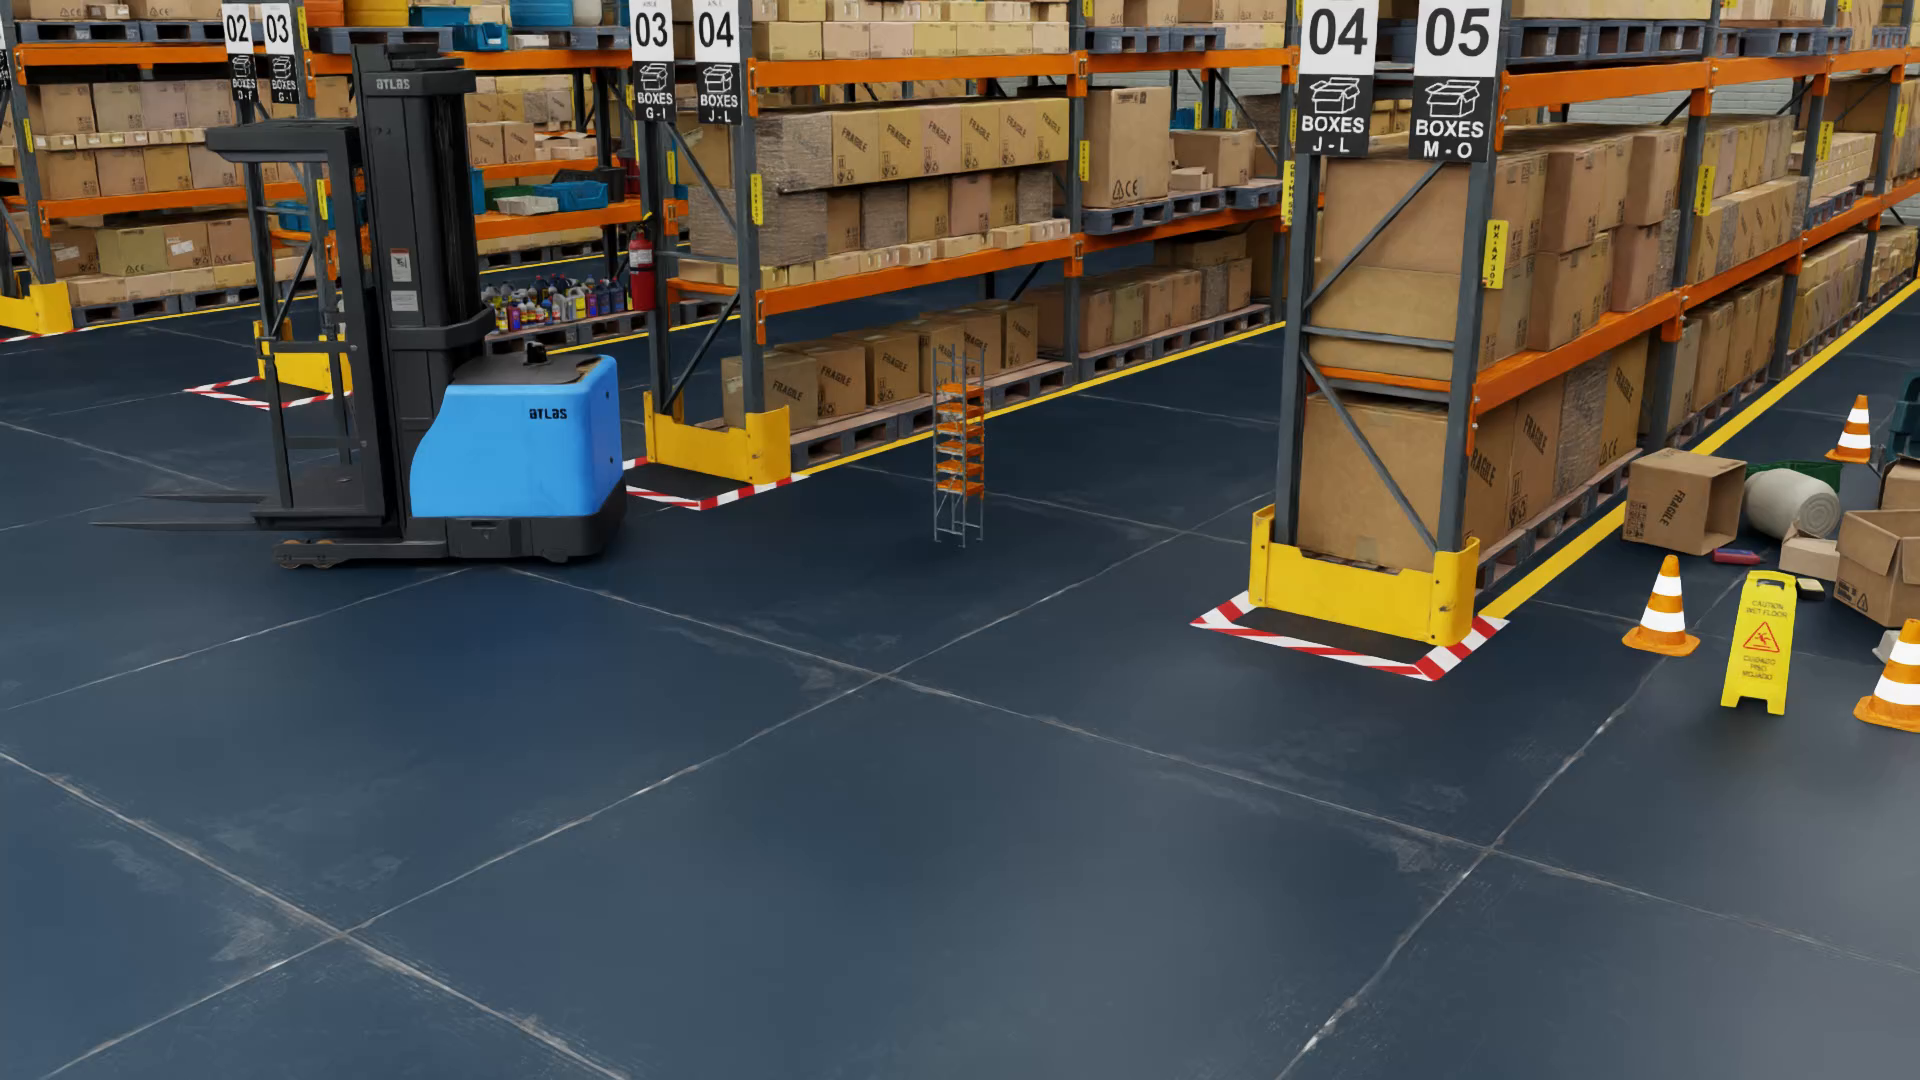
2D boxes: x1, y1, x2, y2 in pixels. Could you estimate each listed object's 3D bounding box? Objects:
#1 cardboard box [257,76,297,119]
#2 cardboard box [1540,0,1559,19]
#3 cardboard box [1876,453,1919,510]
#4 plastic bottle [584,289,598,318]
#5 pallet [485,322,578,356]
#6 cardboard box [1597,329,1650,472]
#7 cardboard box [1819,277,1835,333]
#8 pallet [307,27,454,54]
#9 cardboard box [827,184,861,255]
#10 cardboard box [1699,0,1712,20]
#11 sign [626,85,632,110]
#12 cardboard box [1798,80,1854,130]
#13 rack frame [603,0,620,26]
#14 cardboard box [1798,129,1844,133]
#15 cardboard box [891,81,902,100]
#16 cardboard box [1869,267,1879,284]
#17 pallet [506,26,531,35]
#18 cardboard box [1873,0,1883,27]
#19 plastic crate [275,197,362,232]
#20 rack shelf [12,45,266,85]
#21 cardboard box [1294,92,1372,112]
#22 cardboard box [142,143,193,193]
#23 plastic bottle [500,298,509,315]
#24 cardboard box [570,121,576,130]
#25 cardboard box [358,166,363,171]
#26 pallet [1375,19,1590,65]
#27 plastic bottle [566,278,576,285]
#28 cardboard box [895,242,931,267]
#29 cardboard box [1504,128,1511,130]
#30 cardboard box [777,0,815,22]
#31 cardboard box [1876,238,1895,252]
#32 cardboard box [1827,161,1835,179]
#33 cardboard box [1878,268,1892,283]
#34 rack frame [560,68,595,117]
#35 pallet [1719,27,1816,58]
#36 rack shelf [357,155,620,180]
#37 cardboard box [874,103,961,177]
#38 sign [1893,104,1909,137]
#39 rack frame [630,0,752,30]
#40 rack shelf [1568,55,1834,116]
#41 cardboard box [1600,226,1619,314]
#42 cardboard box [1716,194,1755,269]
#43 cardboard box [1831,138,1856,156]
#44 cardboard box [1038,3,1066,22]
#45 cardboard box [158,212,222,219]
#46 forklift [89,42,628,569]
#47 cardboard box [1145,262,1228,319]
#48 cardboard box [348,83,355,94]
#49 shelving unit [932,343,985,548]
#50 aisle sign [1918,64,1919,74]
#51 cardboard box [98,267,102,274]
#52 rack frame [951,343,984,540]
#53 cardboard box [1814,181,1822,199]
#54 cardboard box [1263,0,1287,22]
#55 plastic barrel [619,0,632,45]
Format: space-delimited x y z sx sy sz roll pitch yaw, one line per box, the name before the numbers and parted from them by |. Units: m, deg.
cardboard box | -7.908 -5.075 19.171 0.700 0.500 0.500 12 21 35
cardboard box | 2.758 -2.677 8.294 0.380 0.149 0.250 13 21 35
cardboard box | 5.745 -0.142 9.623 0.797 0.637 0.503 12 21 35
plastic bottle | -3.703 -2.375 16.673 0.061 0.283 0.133 14 22 38
pallet | -4.533 -1.982 16.271 1.003 0.211 1.213 12 21 35
cardboard box | 4.098 -1.031 11.381 0.875 0.875 0.875 13 21 36
cardboard box | 8.137 -2.309 16.128 0.500 0.500 0.500 12 21 33
pallet | -5.184 -4.328 14.383 1.003 0.211 1.213 12 21 35
cardboard box | -1.227 -2.387 12.202 0.875 0.500 0.500 12 21 35
cardboard box | 4.568 -3.400 10.624 0.380 0.149 0.250 12 21 34
sign | -4.517 -6.043 22.693 0.100 0.325 0.005 12 21 35
cardboard box | 9.358 -4.715 18.013 0.500 0.500 0.500 12 21 33
rack frame | -4.965 -8.452 22.288 1.000 3.000 0.127 12 21 35
cardboard box | 9.356 -4.243 18.179 0.500 0.500 0.500 12 21 35
cardboard box | -1.154 -7.496 27.471 0.500 0.500 0.500 13 22 36
cardboard box | 9.768 -2.899 18.119 0.380 0.149 0.250 14 22 37
pallet | -5.961 -6.485 21.331 1.003 0.211 1.213 14 22 37
cardboard box | 8.981 -5.498 16.956 0.700 0.500 0.500 12 21 35
plastic crate | -5.698 -2.907 14.797 0.499 0.251 0.616 12 21 35
rack shelf | -8.540 -5.247 18.238 1.077 0.370 4.000 12 21 35
cardboard box | 4.222 -4.850 18.943 0.797 0.503 0.637 13 22 36
cardboard box | -8.834 -4.082 18.161 0.700 0.500 0.500 13 21 35
plastic bottle | -4.540 -2.312 16.607 0.097 0.201 0.097 0 17 0
cardboard box | -6.668 -7.109 28.469 0.380 0.149 0.250 13 21 36
cardboard box | -7.090 -4.688 20.535 0.500 0.250 0.500 14 22 38
pallet | 2.579 -2.599 8.646 1.003 0.211 1.213 12 21 35
plastic bottle | -4.085 -2.587 17.369 0.152 0.276 0.135 13 22 37
cardboard box | -0.445 -2.176 12.618 0.380 0.149 0.250 12 21 35
cardboard box | 7.074 -5.407 22.350 0.500 0.250 0.500 12 21 33
cardboard box | -1.196 -3.551 11.144 0.380 0.149 0.250 13 21 36
cardboard box | 10.618 -3.424 19.309 0.380 0.149 0.250 13 21 35
cardboard box | 7.977 -3.486 15.626 0.380 0.149 0.250 12 21 35
cardboard box | 10.511 -3.073 19.182 0.380 0.149 0.250 12 21 33
rack frame | -6.562 -7.414 29.062 1.000 3.000 0.127 12 21 35
pallet | 5.907 -3.848 12.838 1.003 0.211 1.213 14 22 37
rack shelf | -6.157 -4.767 21.751 1.077 0.370 4.000 12 21 35
cardboard box | -0.338 -3.038 12.613 0.500 0.500 0.500 12 21 35
sign | 9.743 -4.344 17.222 0.100 0.325 0.005 12 21 35
rack frame | -1.778 -4.796 10.513 1.000 3.000 0.127 12 21 35
rack shelf | 5.720 -3.548 12.766 1.077 0.370 4.000 12 21 35
cardboard box | 3.592 -1.721 10.477 0.875 0.550 0.550 12 21 35
cardboard box | 5.658 -2.347 12.576 0.500 0.500 0.500 12 21 34
cardboard box | 8.592 -3.877 16.382 0.380 0.149 0.250 12 21 33
cardboard box | 0.644 -4.306 13.575 0.380 0.149 0.250 13 22 36
cardboard box | -8.768 -3.467 19.015 0.500 0.500 0.500 12 21 35
forklift | -3.630 -1.389 9.774 3.031 2.935 1.130 0 17 -1
cardboard box | 2.285 -2.555 16.886 0.700 0.500 0.500 10 20 30
cardboard box | -9.307 -6.863 25.281 0.380 0.149 0.250 9 19 26
shelving unit | -0.009 -0.570 10.055 0.258 1.200 0.189 12 21 35
aisle sign | 11.963 -6.047 20.274 0.394 0.787 0.004 12 21 35
cardboard box | -9.361 -2.870 18.358 0.500 0.250 0.500 12 21 35
rack frame | 0.046 -0.591 10.125 0.240 1.200 0.006 12 21 35
cardboard box | 7.661 -3.215 15.255 0.380 0.149 0.250 14 22 37
cardboard box | 2.905 -5.397 16.496 0.500 0.500 0.500 13 22 36
plastic barrel | -3.244 -5.590 17.283 0.600 0.901 0.708 12 21 35
